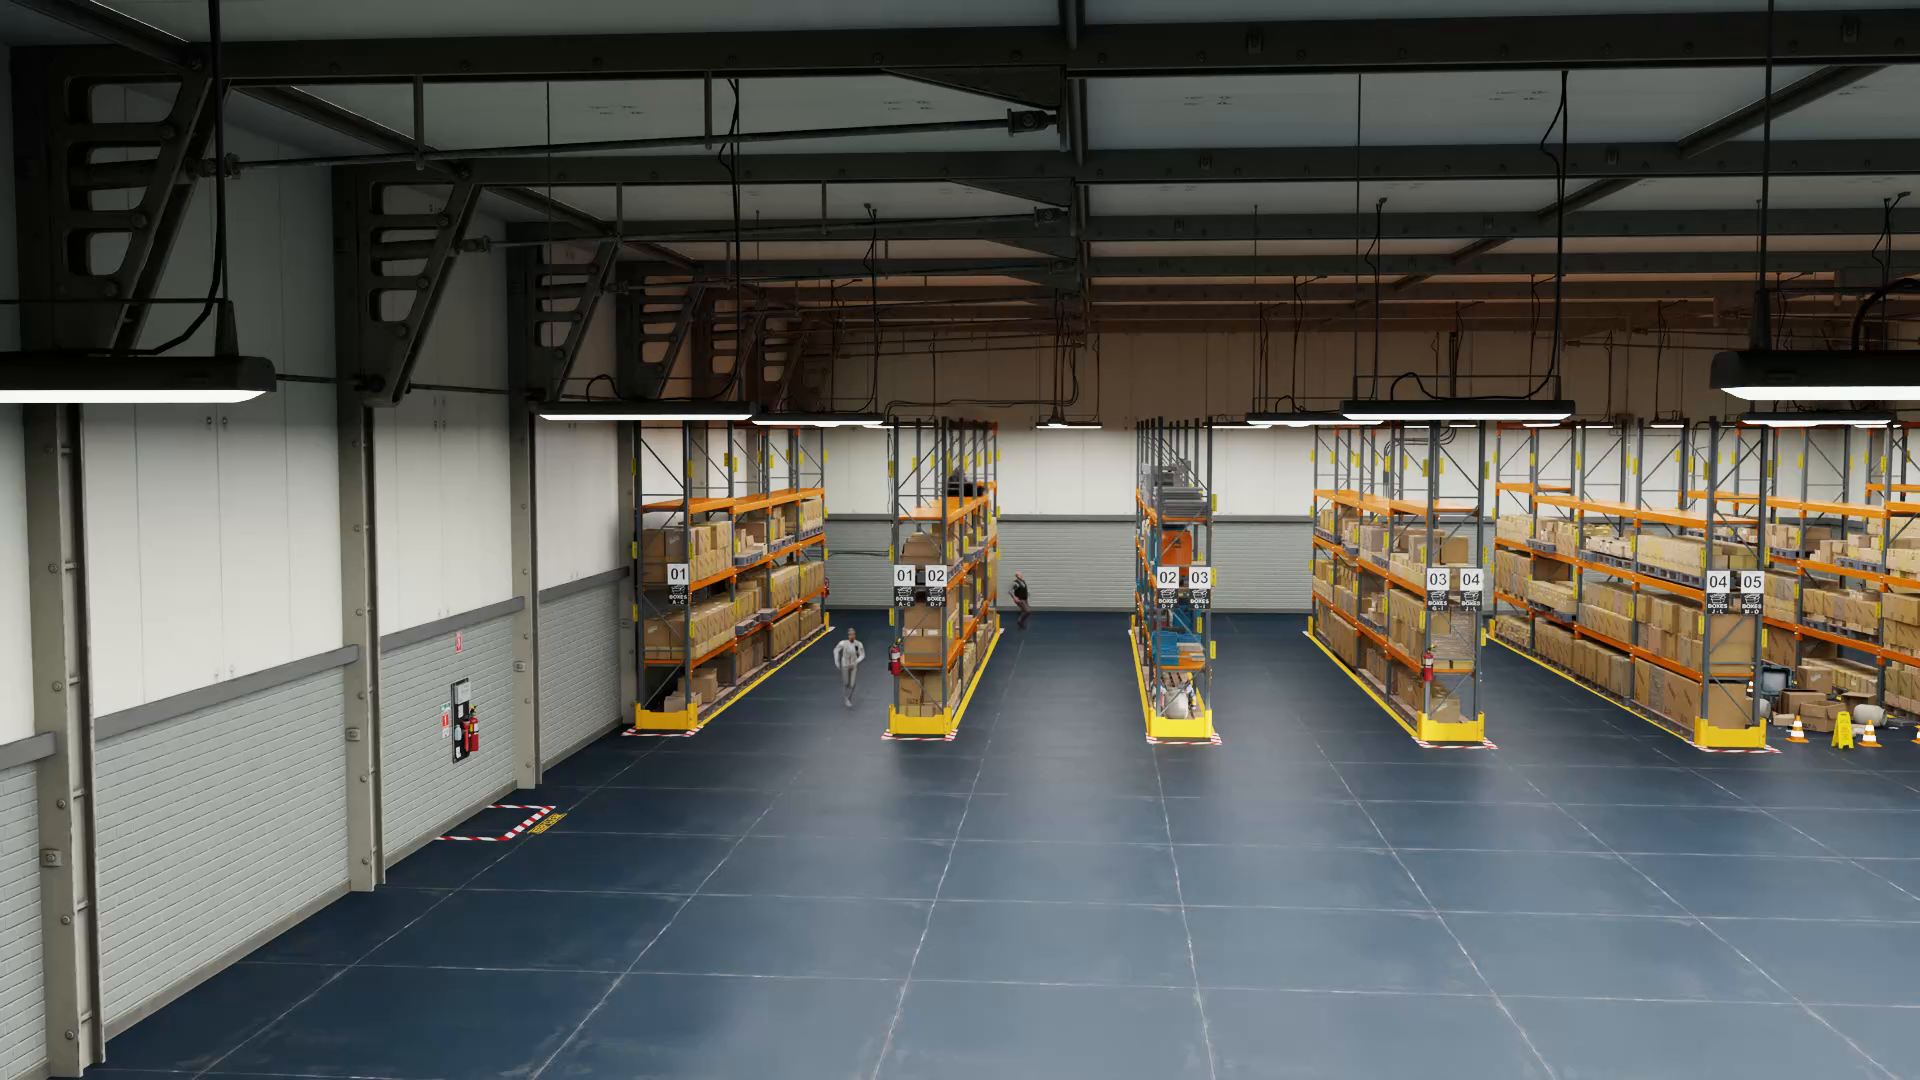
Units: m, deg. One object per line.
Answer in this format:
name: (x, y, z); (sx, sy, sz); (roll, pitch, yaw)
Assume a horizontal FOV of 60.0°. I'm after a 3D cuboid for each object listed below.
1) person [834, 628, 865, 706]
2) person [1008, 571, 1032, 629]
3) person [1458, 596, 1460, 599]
person: (-2.307, 2.651, 34.773); (0.653, 1.650, 0.642); (0, 4, -5)
person: (1.784, 1.745, 48.067); (0.573, 1.675, 0.728); (3, 5, 39)
person: (14.426, 1.803, 47.492); (0.517, 1.649, 0.861); (0, 4, 0)
